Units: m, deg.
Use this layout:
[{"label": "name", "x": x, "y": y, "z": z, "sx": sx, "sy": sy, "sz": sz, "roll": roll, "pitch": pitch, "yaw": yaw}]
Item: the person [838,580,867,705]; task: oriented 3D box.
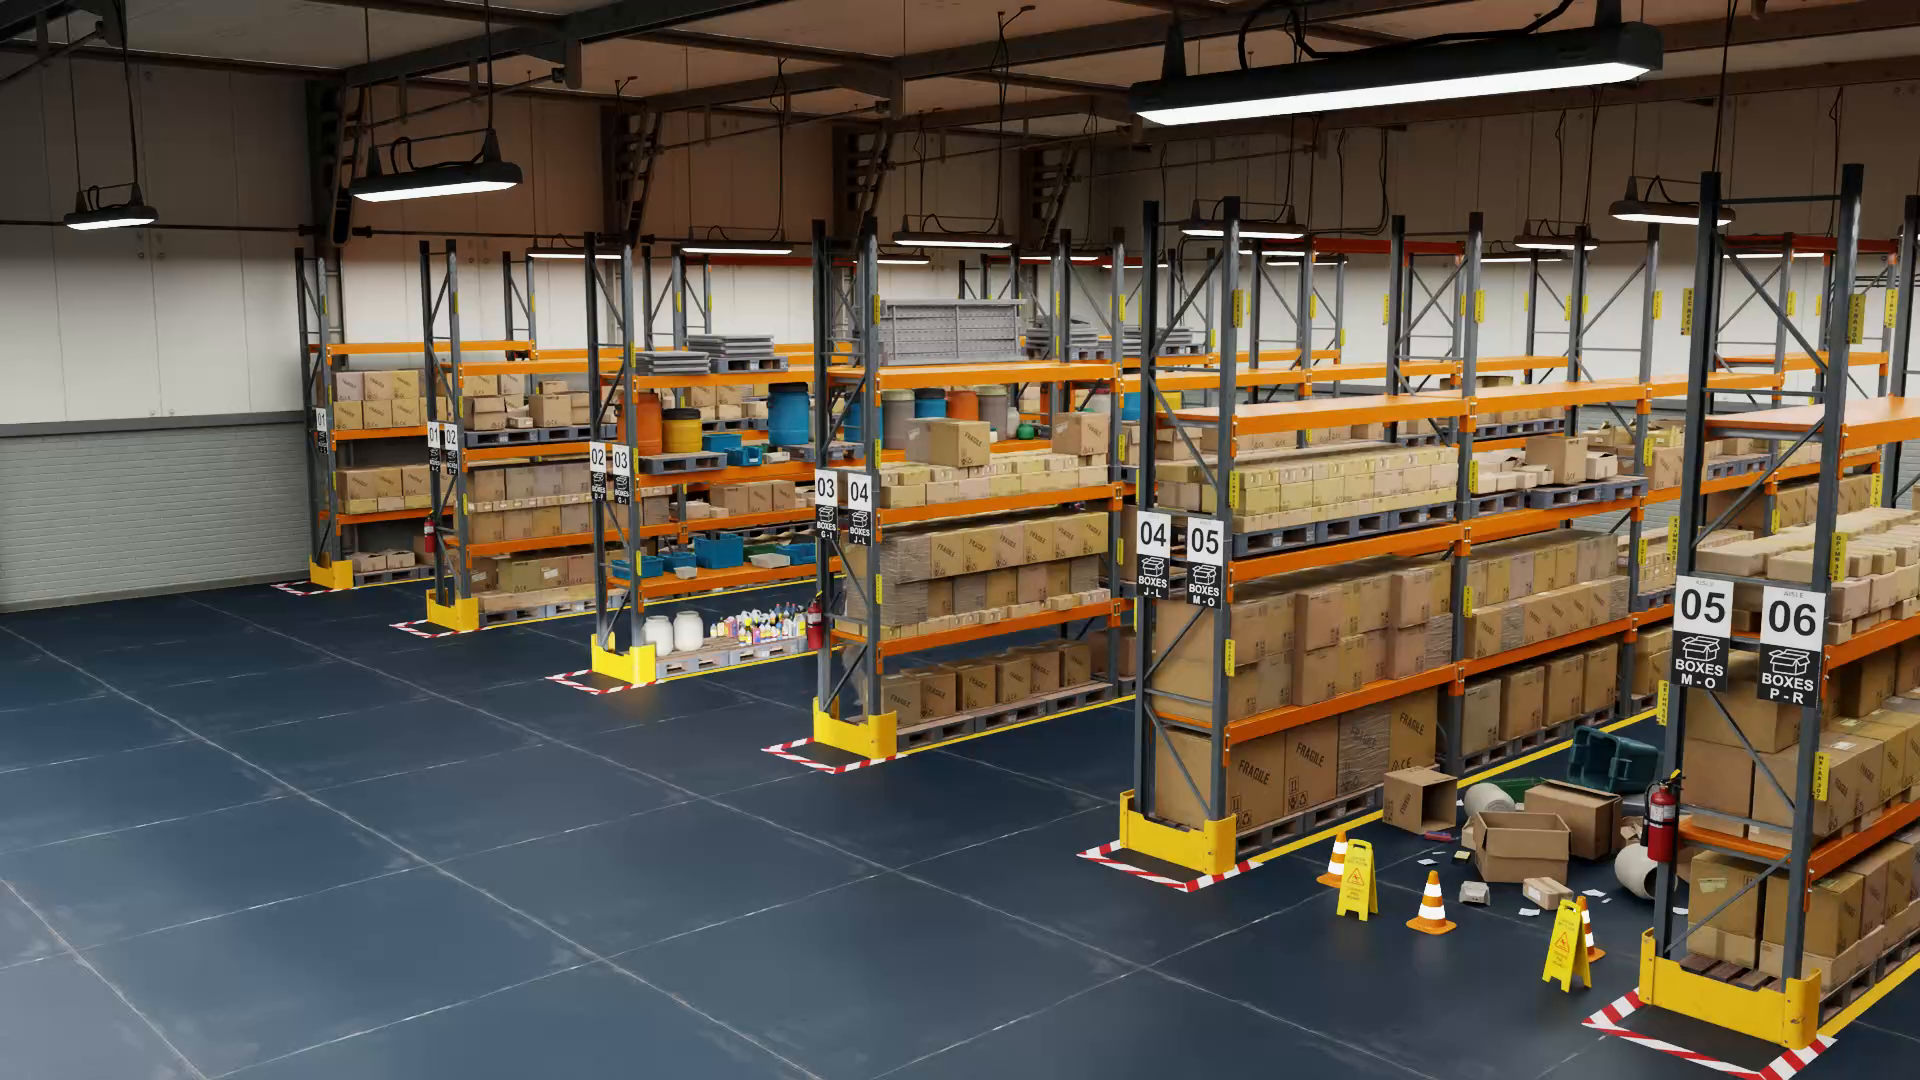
[{"label": "person", "x": -1.312, "y": 1.310, "z": 21.069, "sx": 0.450, "sy": 1.665, "sz": 0.701, "roll": 0, "pitch": 8, "yaw": -2}]
